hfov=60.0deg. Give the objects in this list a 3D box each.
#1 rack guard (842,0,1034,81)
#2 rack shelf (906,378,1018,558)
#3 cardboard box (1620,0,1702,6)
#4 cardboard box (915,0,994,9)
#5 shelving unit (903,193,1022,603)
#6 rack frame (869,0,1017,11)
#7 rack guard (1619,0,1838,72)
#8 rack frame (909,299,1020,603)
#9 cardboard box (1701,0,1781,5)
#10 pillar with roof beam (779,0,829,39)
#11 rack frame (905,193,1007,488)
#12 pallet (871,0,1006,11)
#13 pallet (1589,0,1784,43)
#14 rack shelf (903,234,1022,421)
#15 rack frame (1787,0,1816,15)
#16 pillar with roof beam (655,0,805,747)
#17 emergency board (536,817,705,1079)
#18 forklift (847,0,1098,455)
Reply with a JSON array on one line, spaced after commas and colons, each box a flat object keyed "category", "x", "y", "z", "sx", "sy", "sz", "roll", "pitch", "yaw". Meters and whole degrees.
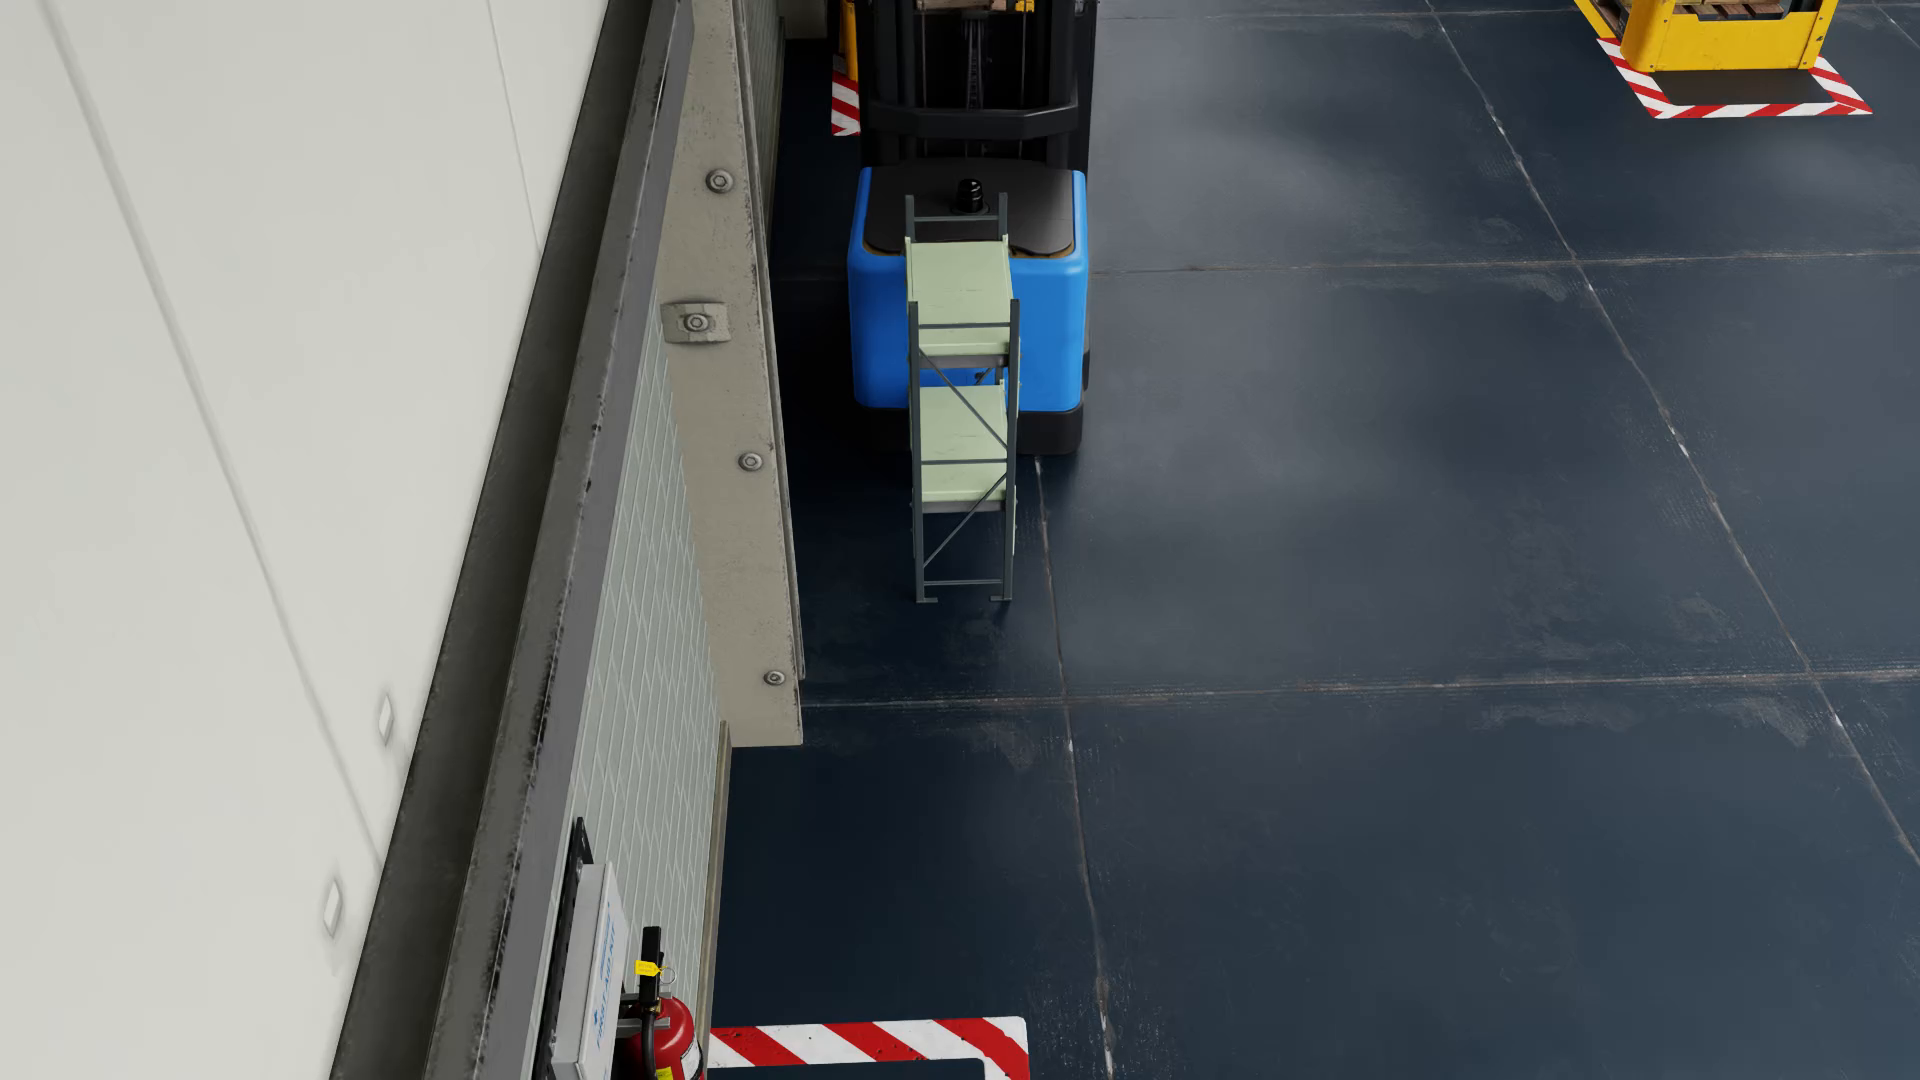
[{"category": "rack guard", "x": -0.132, "y": -3.182, "z": 10.351, "sx": 1.175, "sy": 0.500, "sz": 0.348, "roll": -2, "pitch": 43, "yaw": -2}, {"category": "rack shelf", "x": 0.000, "y": -0.308, "z": 6.959, "sx": 0.431, "sy": 0.370, "sz": 0.720, "roll": -2, "pitch": 43, "yaw": -2}, {"category": "cardboard box", "x": 4.502, "y": -3.691, "z": 10.781, "sx": 0.500, "sy": 0.250, "sz": 0.500, "roll": -2, "pitch": 43, "yaw": -2}, {"category": "cardboard box", "x": -0.069, "y": -3.693, "z": 10.723, "sx": 0.500, "sy": 0.311, "sz": 0.500, "roll": -6, "pitch": 43, "yaw": -7}, {"category": "shelving unit", "x": 0.000, "y": -0.548, "z": 6.738, "sx": 0.431, "sy": 1.500, "sz": 0.755, "roll": -2, "pitch": 43, "yaw": -2}, {"category": "rack frame", "x": -0.129, "y": -4.052, "z": 9.451, "sx": 1.000, "sy": 3.000, "sz": 0.127, "roll": -2, "pitch": 43, "yaw": -2}, {"category": "rack guard", "x": 4.821, "y": -3.259, "z": 10.435, "sx": 1.175, "sy": 0.500, "sz": 0.348, "roll": -2, "pitch": 43, "yaw": -2}, {"category": "rack frame", "x": 0.016, "y": -0.301, "z": 6.469, "sx": 0.400, "sy": 1.500, "sz": 0.023, "roll": -2, "pitch": 43, "yaw": -2}, {"category": "cardboard box", "x": 5.019, "y": -3.706, "z": 10.797, "sx": 0.500, "sy": 0.250, "sz": 0.500, "roll": -2, "pitch": 43, "yaw": -2}, {"category": "pillar with roof beam", "x": 3.278, "y": -6.835, "z": 8.047, "sx": 9.100, "sy": 9.000, "sz": 0.400, "roll": -2, "pitch": 43, "yaw": -2}, {"category": "rack frame", "x": -0.015, "y": -0.795, "z": 7.008, "sx": 0.400, "sy": 1.500, "sz": 0.023, "roll": -2, "pitch": 43, "yaw": -2}, {"category": "pallet", "x": -0.132, "y": -3.625, "z": 11.048, "sx": 1.003, "sy": 0.211, "sz": 1.213, "roll": -2, "pitch": 43, "yaw": -2}, {"category": "pallet", "x": 4.746, "y": -3.684, "z": 11.112, "sx": 1.003, "sy": 0.211, "sz": 1.213, "roll": -2, "pitch": 43, "yaw": -2}, {"category": "rack shelf", "x": 0.000, "y": -0.836, "z": 6.475, "sx": 0.431, "sy": 0.370, "sz": 0.720, "roll": -2, "pitch": 43, "yaw": -2}, {"category": "rack frame", "x": 4.820, "y": -4.197, "z": 9.608, "sx": 1.000, "sy": 3.000, "sz": 0.127, "roll": -2, "pitch": 43, "yaw": -2}, {"category": "pillar with roof beam", "x": 3.533, "y": -2.784, "z": 3.628, "sx": 9.100, "sy": 9.000, "sz": 0.400, "roll": -2, "pitch": 43, "yaw": -2}, {"category": "emergency board", "x": -0.702, "y": 1.220, "z": 3.699, "sx": 0.194, "sy": 1.169, "sz": 0.643, "roll": -2, "pitch": 43, "yaw": -2}, {"category": "forklift", "x": 0.080, "y": -2.446, "z": 7.750, "sx": 1.130, "sy": 2.935, "sz": 3.031, "roll": 1, "pitch": 43, "yaw": 1}]
